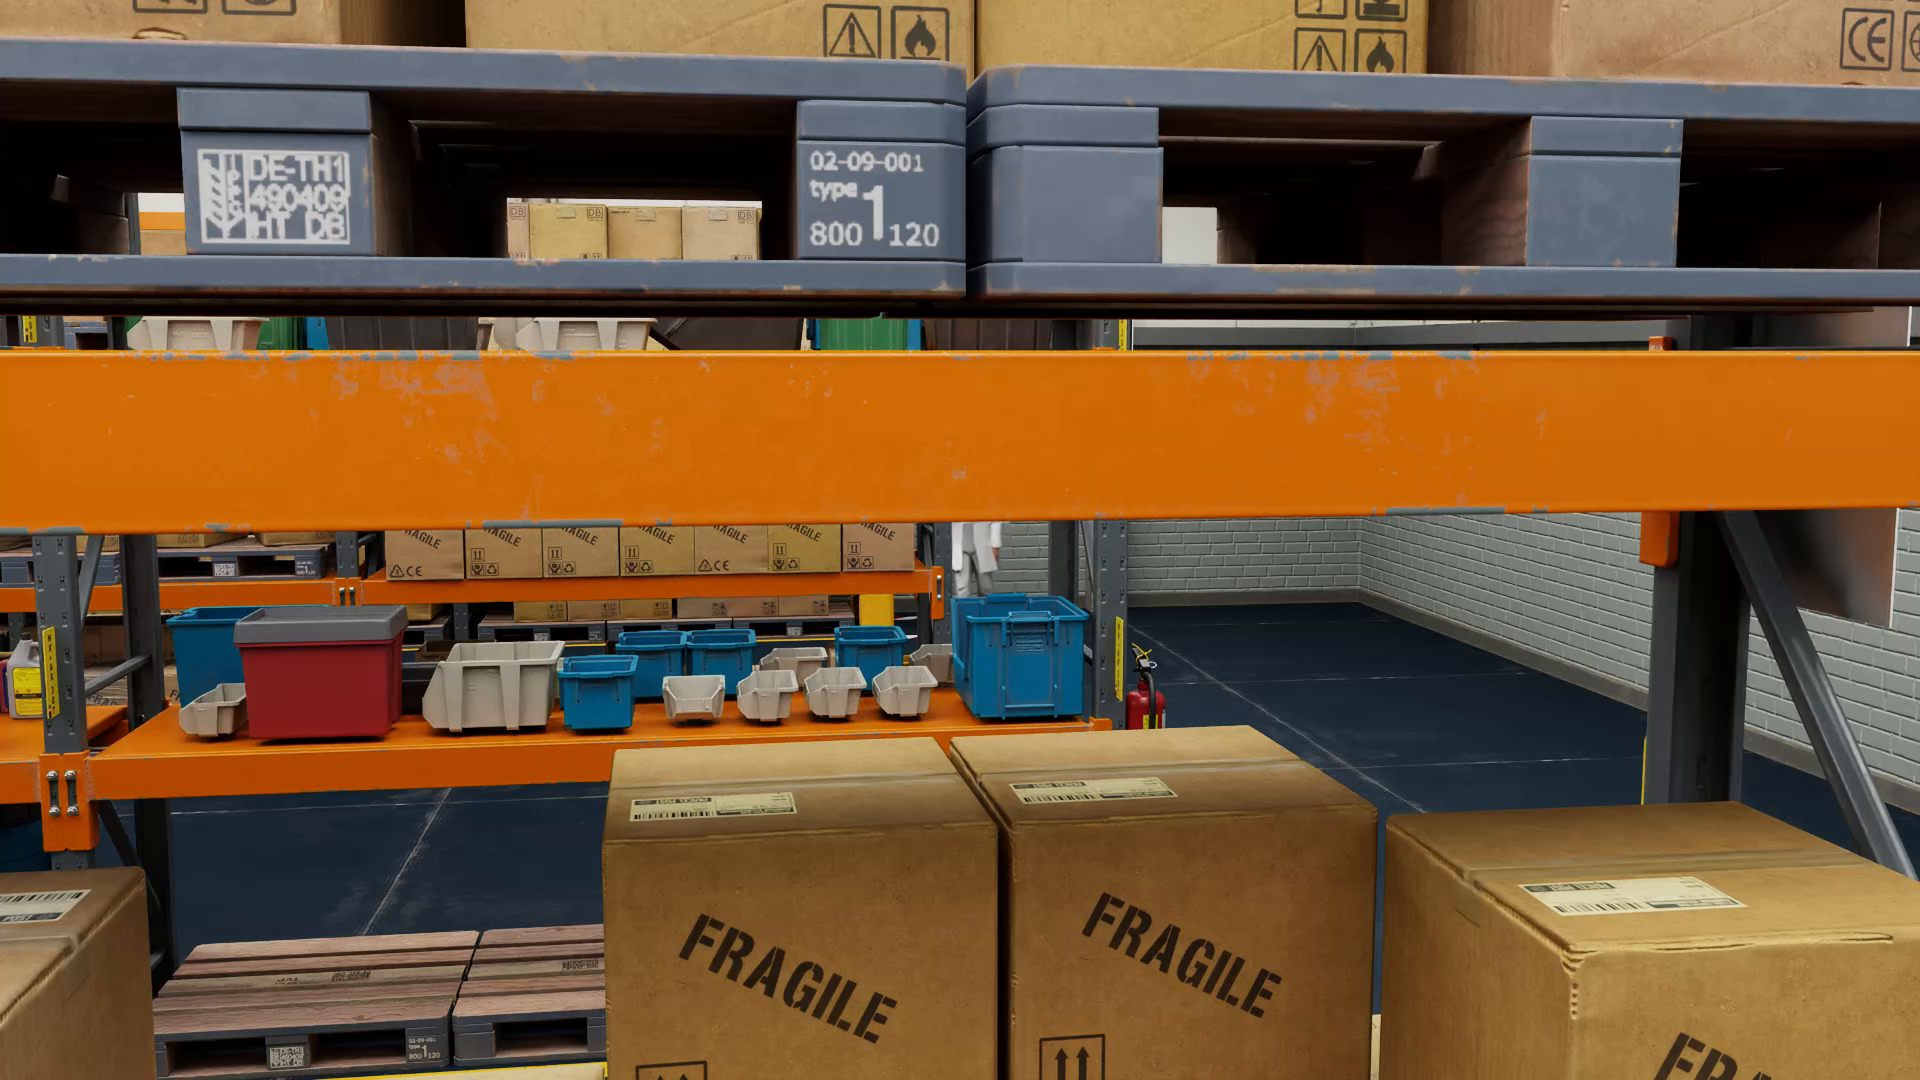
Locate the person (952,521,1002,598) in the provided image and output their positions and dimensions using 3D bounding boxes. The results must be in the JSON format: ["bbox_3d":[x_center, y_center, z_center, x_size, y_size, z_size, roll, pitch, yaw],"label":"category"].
[{"bbox_3d":[0.124,0.089,16.395,0.596,1.754,0.778,1,6,9],"label":"person"}]
